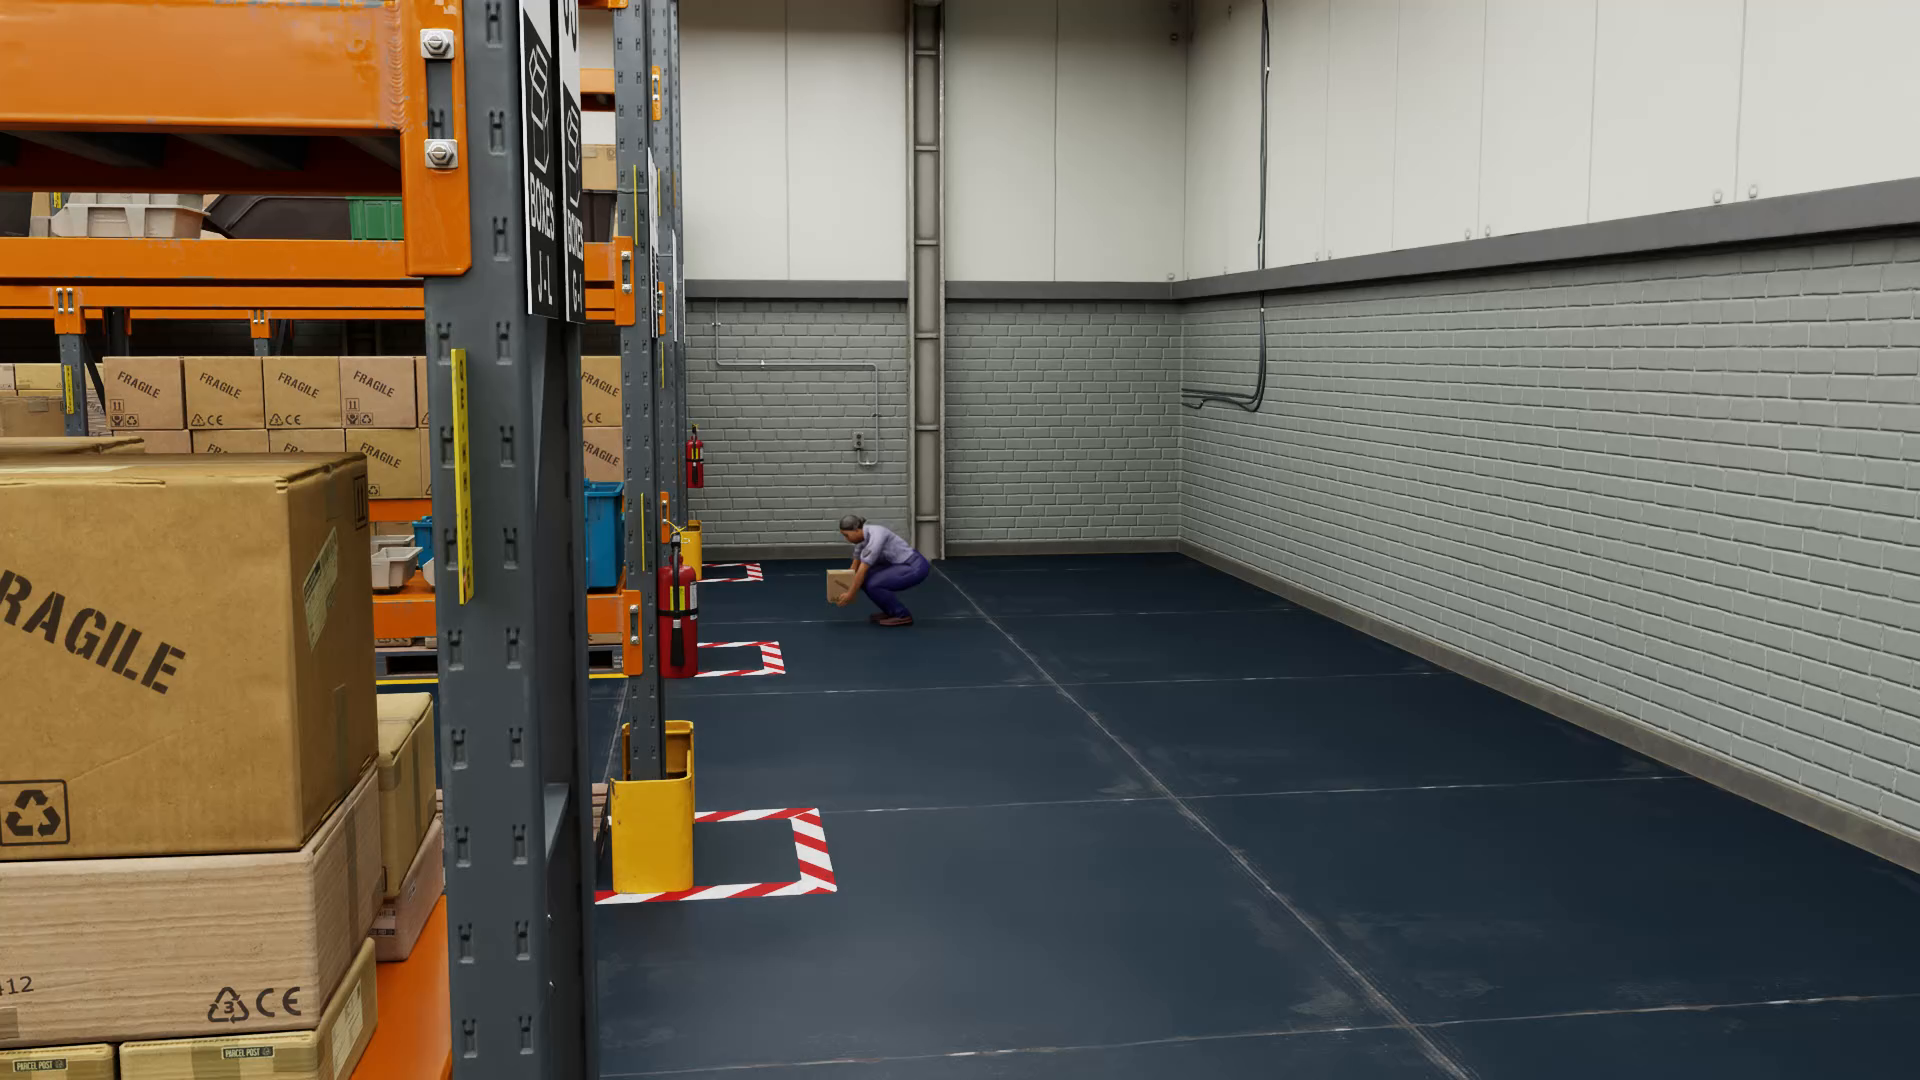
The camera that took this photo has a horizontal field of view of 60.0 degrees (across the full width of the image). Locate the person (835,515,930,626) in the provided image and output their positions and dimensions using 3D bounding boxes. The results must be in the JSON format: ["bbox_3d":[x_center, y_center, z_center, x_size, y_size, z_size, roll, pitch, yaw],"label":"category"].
[{"bbox_3d":[-0.670,0.249,14.309,0.821,0.954,0.517,-1,7,-9],"label":"person"}]
